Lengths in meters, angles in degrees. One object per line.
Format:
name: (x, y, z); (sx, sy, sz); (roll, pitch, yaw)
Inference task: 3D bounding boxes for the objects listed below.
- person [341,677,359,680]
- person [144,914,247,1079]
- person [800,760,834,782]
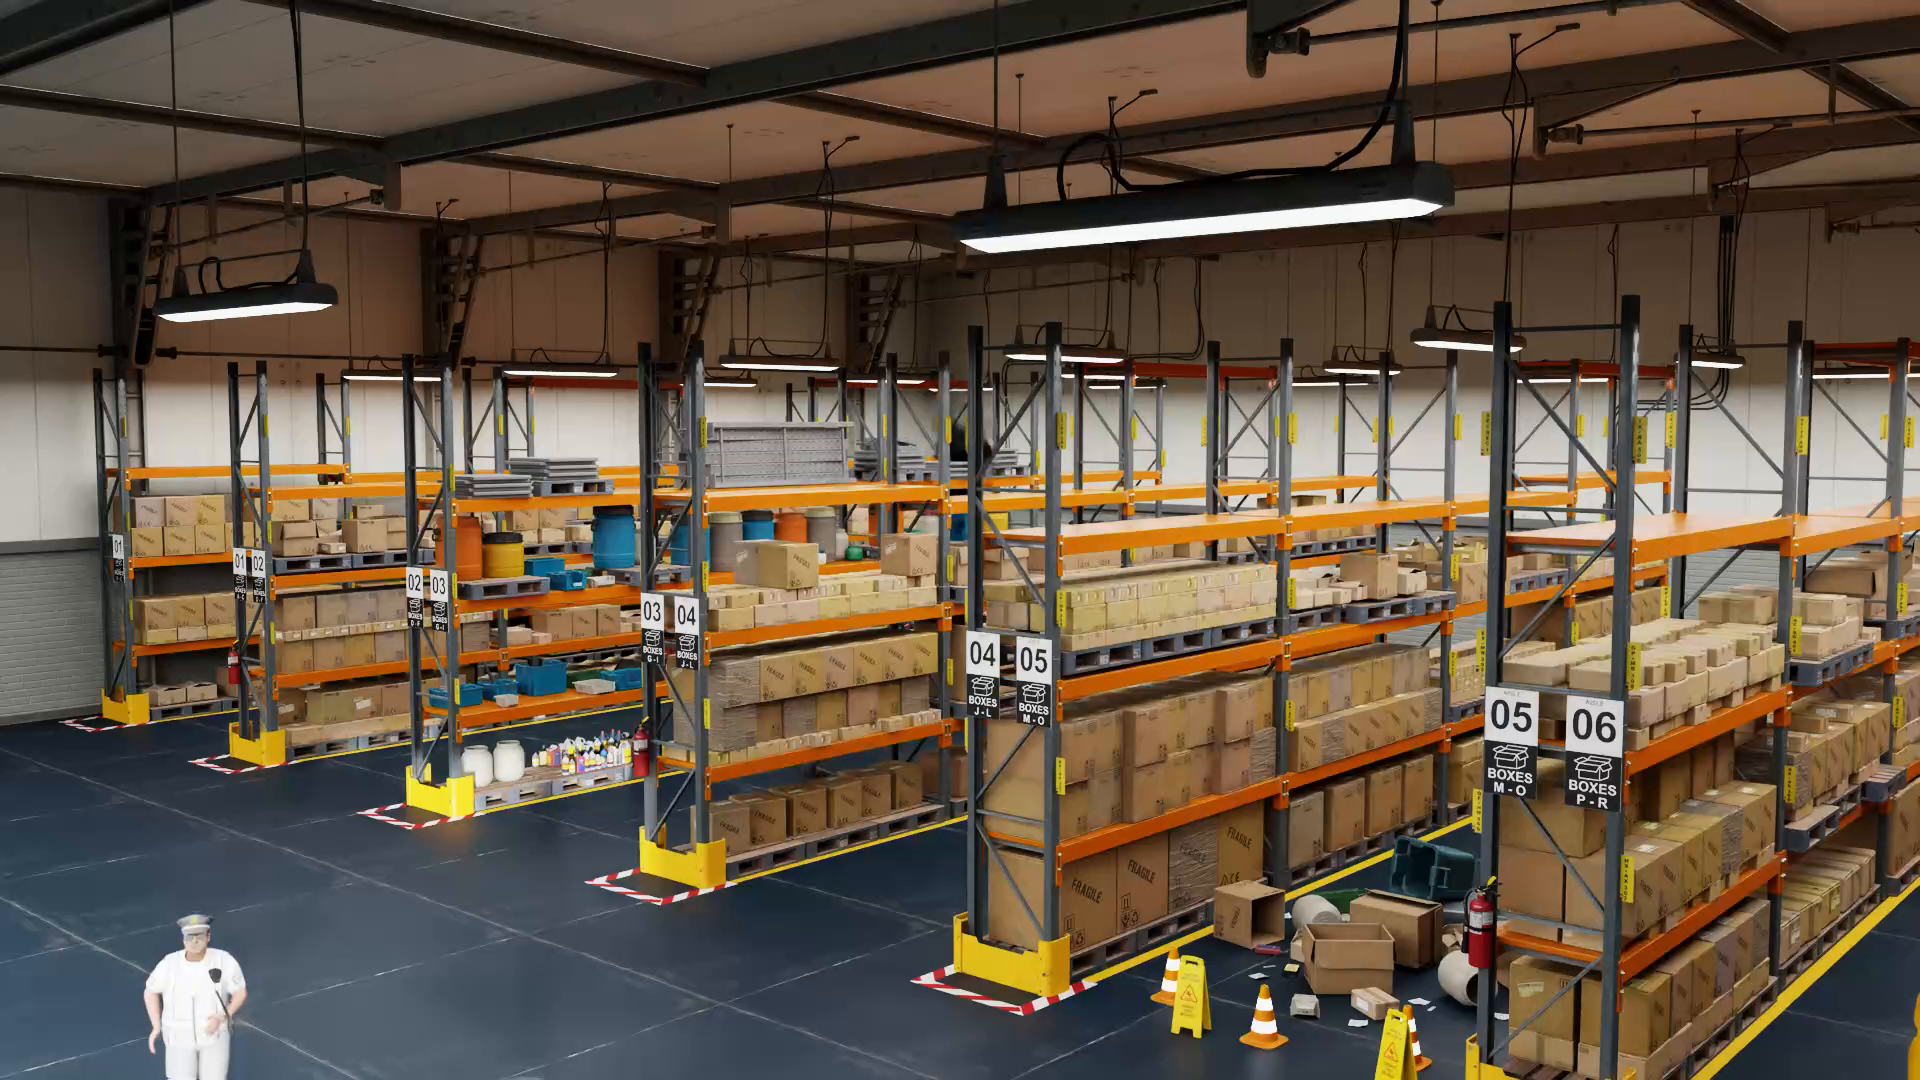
person: (-10.301, 2.325, 28.166); (0.537, 1.561, 0.589); (3, 5, 33)
person: (-5.285, 3.450, 11.510); (0.657, 1.743, 0.590); (-2, 5, -23)
person: (-1.933, 2.724, 22.354); (0.575, 1.624, 0.528); (4, 6, 44)
